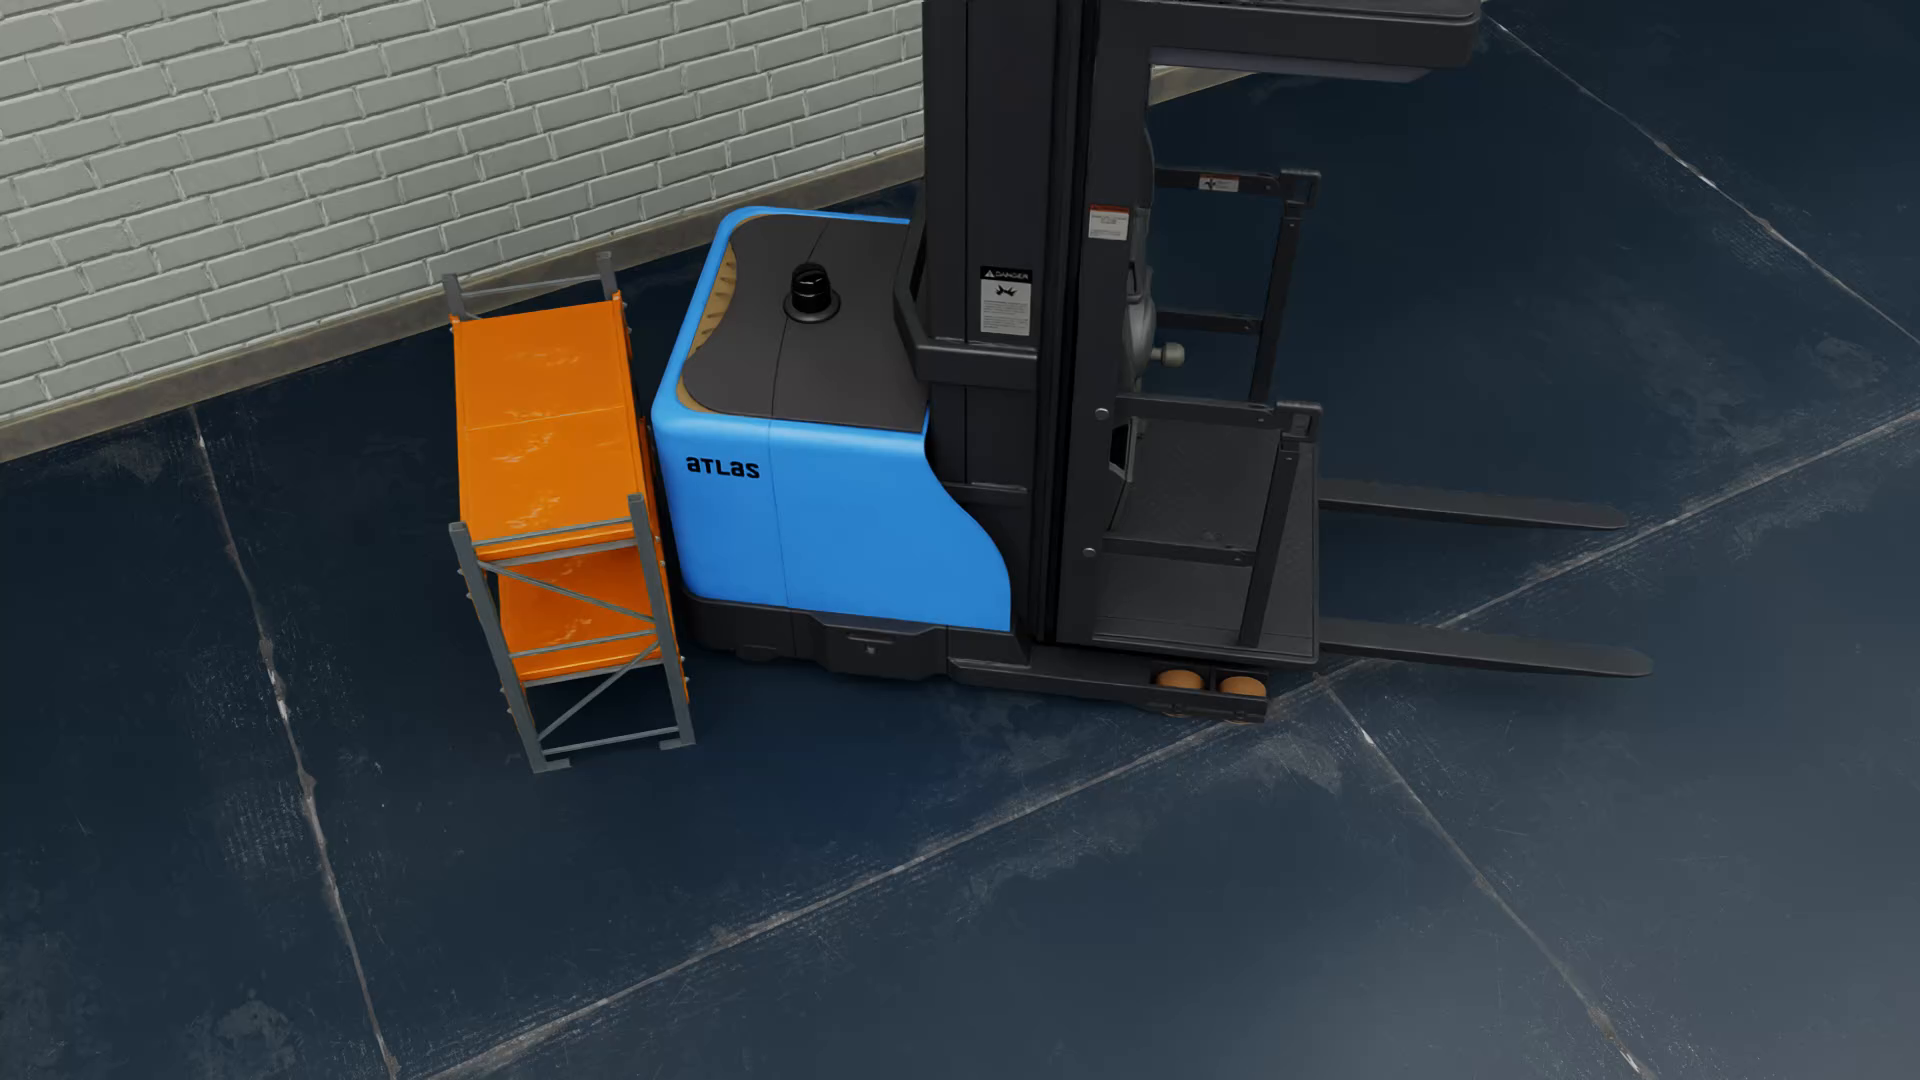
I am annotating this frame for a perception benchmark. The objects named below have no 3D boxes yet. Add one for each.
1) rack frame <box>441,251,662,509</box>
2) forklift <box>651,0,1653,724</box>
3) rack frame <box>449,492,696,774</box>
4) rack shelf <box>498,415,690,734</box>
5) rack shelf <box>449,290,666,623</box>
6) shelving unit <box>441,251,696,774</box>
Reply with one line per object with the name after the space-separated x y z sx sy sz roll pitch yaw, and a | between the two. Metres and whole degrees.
-1.296 -0.450 5.396 0.500 1.125 0.032 -10 50 -8 | rack frame
0.672 -0.813 4.514 3.031 2.935 1.130 6 49 5 | forklift
-1.073 0.297 4.743 0.500 1.125 0.032 -10 50 -8 | rack frame
-1.184 0.085 5.253 0.538 0.278 1.000 -10 50 -8 | rack shelf
-1.184 -0.269 4.849 0.538 0.278 1.000 -10 50 -8 | rack shelf
-1.184 -0.076 5.069 0.538 1.125 1.048 -10 50 -8 | shelving unit
